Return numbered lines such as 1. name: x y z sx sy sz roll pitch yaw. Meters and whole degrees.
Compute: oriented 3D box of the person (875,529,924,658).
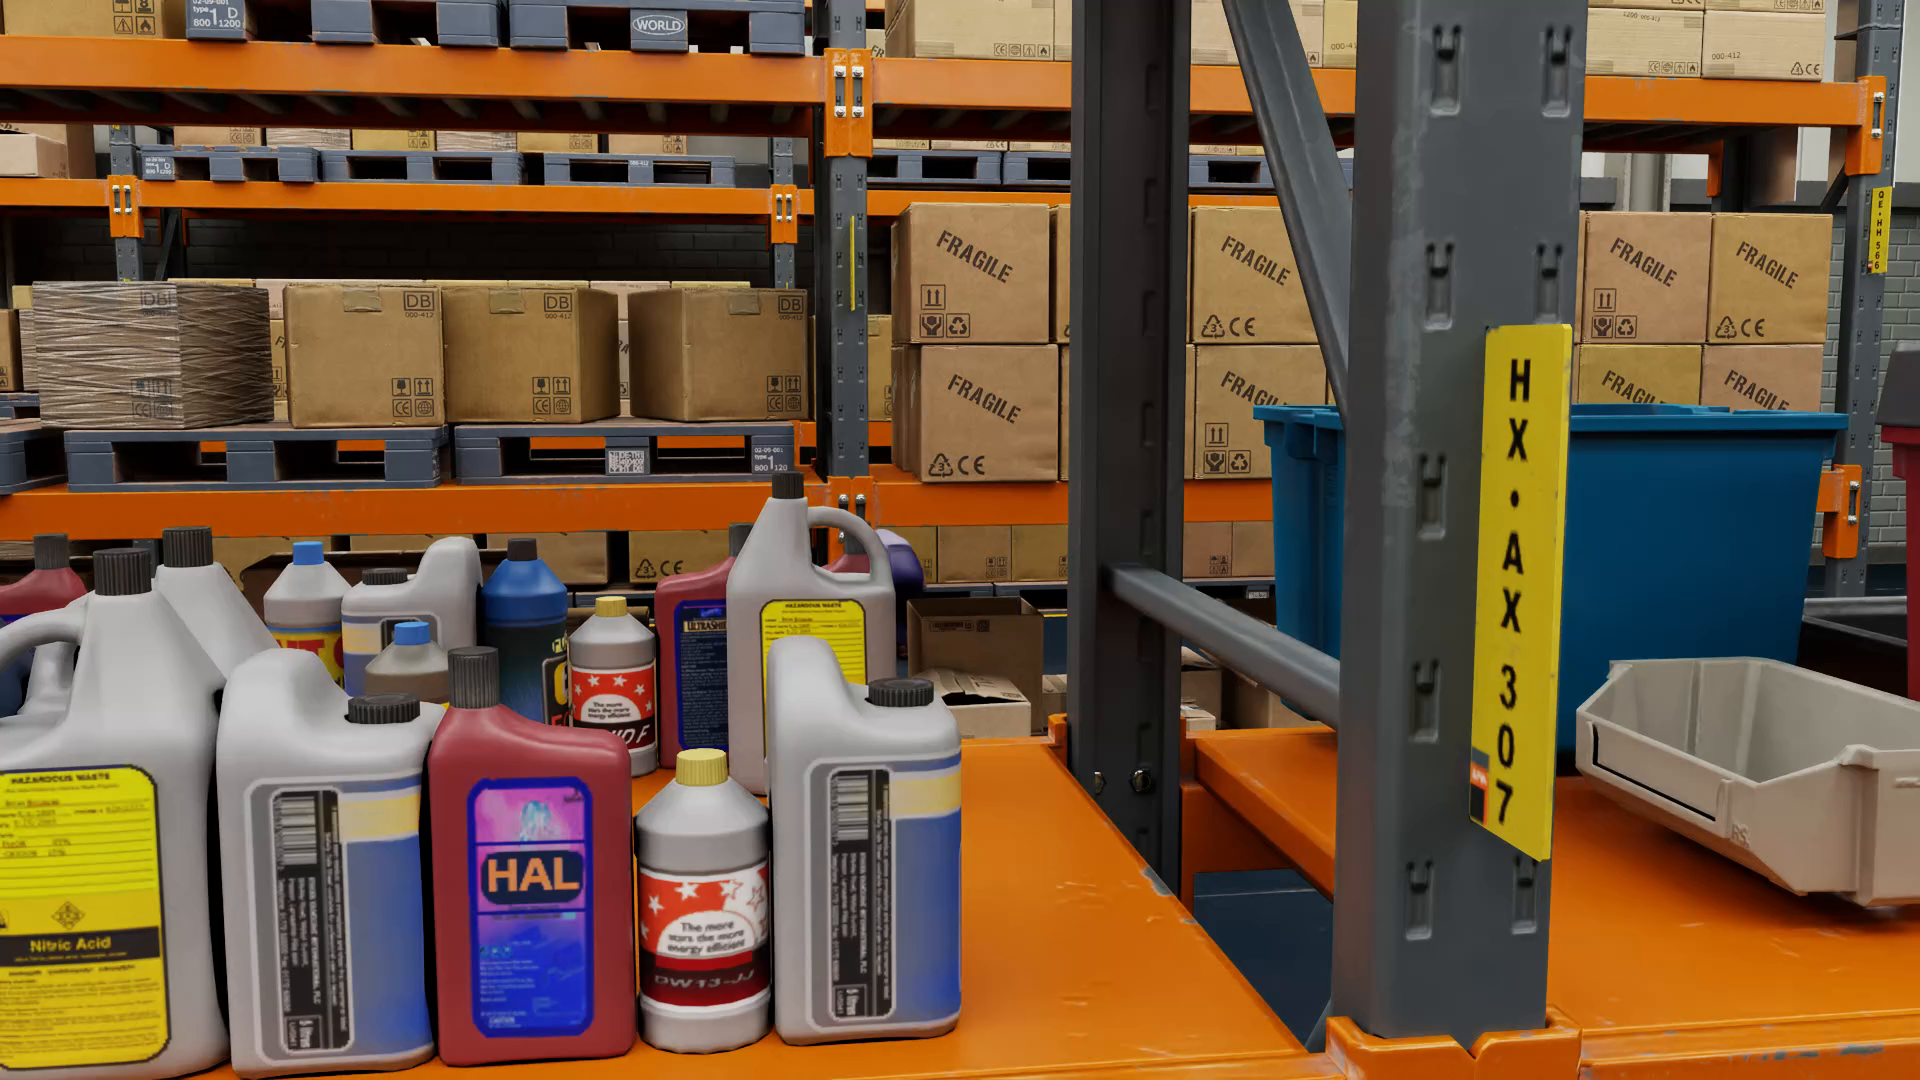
1. person: -0.477 0.312 9.798 0.498 0.741 0.899 -1 7 -10
